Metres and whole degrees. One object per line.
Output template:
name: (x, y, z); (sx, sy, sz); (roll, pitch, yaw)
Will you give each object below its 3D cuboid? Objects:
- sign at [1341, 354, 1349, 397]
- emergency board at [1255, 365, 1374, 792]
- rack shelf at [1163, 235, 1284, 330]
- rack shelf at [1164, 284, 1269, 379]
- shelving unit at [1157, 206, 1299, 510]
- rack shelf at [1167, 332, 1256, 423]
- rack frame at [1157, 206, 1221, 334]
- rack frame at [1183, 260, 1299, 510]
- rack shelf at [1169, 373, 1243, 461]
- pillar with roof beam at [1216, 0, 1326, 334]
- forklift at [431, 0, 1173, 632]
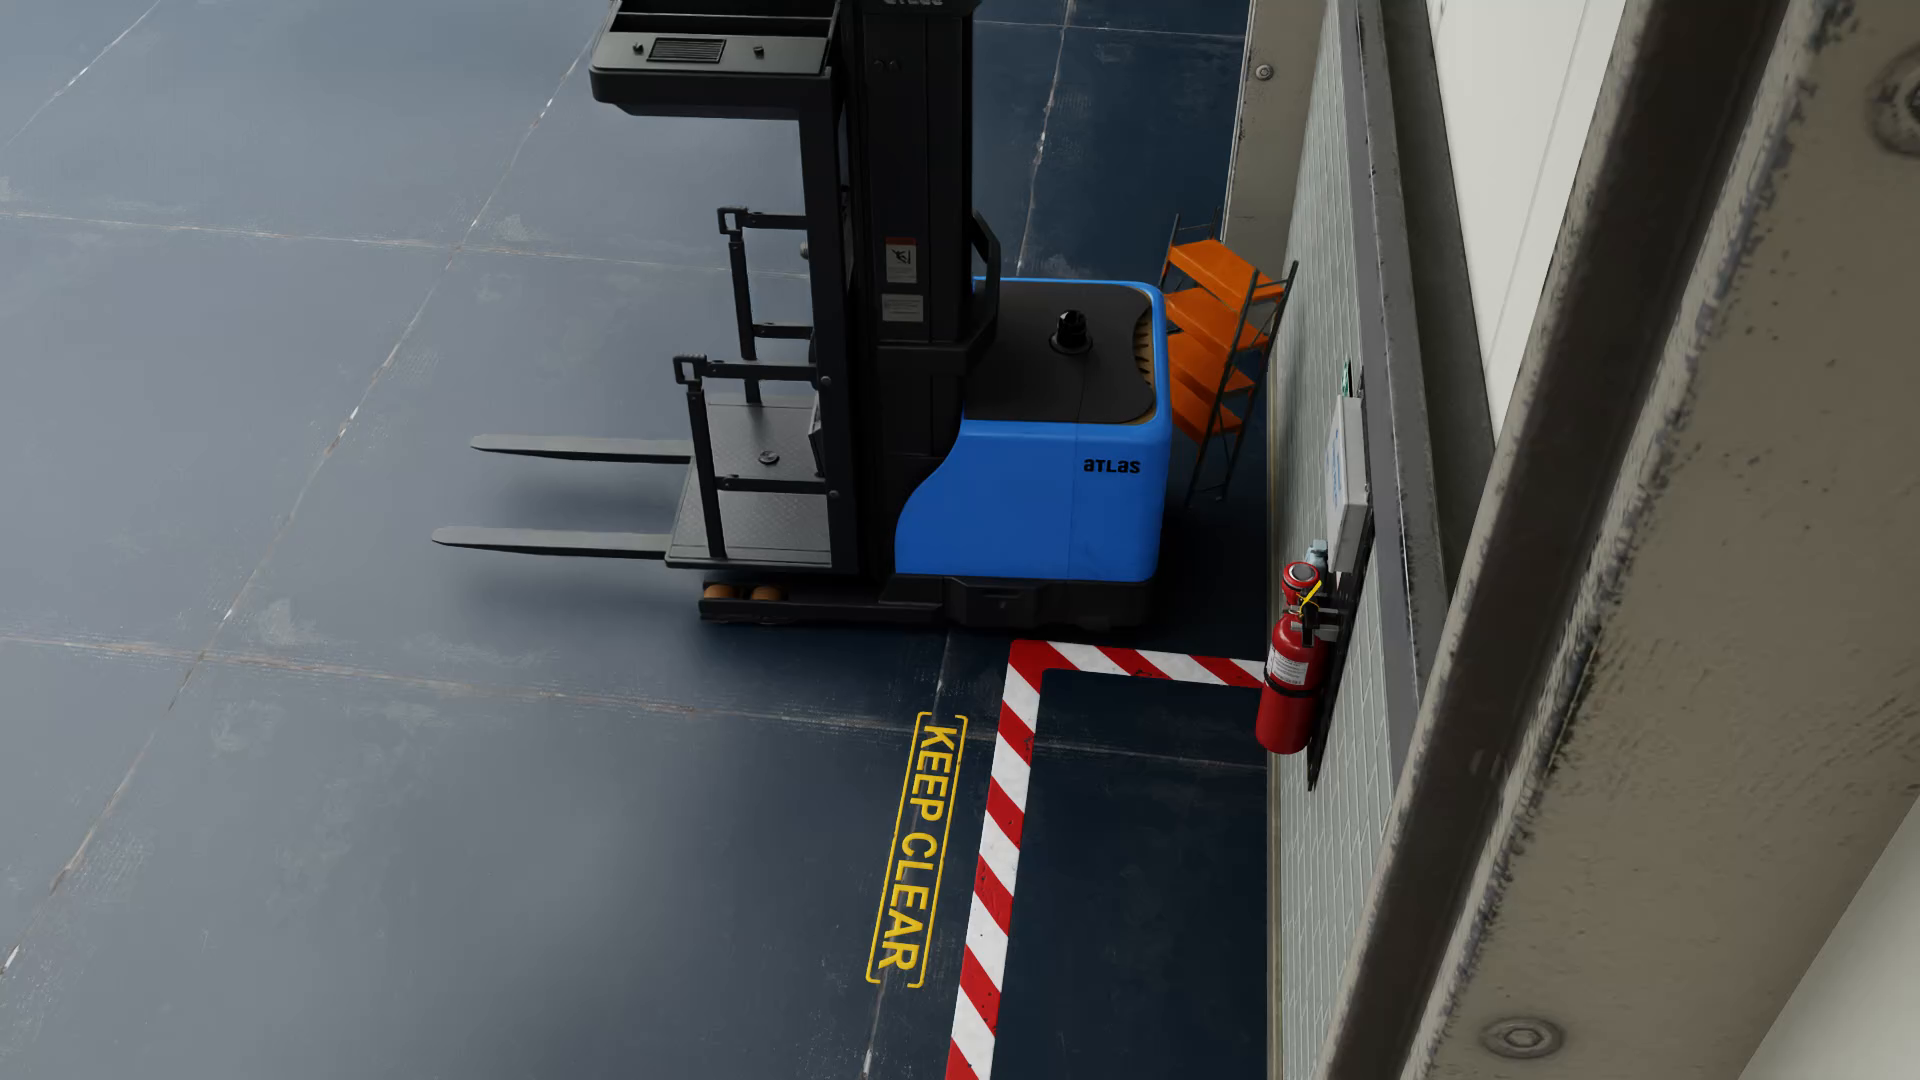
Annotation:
sign: (1.192, -0.435, 5.139); (0.001, 0.109, 0.331); (5, 44, 6)
emergency board: (1.026, 0.135, 4.948); (0.194, 1.169, 0.643); (5, 44, 6)
rack shelf: (1.107, -1.080, 6.956); (0.258, 0.148, 0.480); (-16, 45, -32)
rack shelf: (1.070, -0.895, 7.098); (0.258, 0.148, 0.480); (-16, 45, -32)
shelving unit: (1.045, -0.773, 7.192); (0.258, 1.200, 0.503); (-16, 45, -32)
rack shelf: (1.035, -0.720, 7.232); (0.258, 0.148, 0.480); (-16, 45, -32)
rack frame: (0.910, -0.913, 7.339); (0.240, 1.200, 0.015); (-16, 45, -32)
rack frame: (1.180, -0.633, 7.045); (0.240, 1.200, 0.015); (-16, 45, -32)
rack shelf: (1.004, -0.564, 7.352); (0.258, 0.148, 0.480); (-16, 45, -32)
pillar with roof beam: (-2.812, -4.843, 5.842); (9.100, 9.000, 0.400); (5, 44, 6)
forklift: (-0.683, -1.073, 6.274); (3.031, 2.935, 1.130); (2, 43, 2)
